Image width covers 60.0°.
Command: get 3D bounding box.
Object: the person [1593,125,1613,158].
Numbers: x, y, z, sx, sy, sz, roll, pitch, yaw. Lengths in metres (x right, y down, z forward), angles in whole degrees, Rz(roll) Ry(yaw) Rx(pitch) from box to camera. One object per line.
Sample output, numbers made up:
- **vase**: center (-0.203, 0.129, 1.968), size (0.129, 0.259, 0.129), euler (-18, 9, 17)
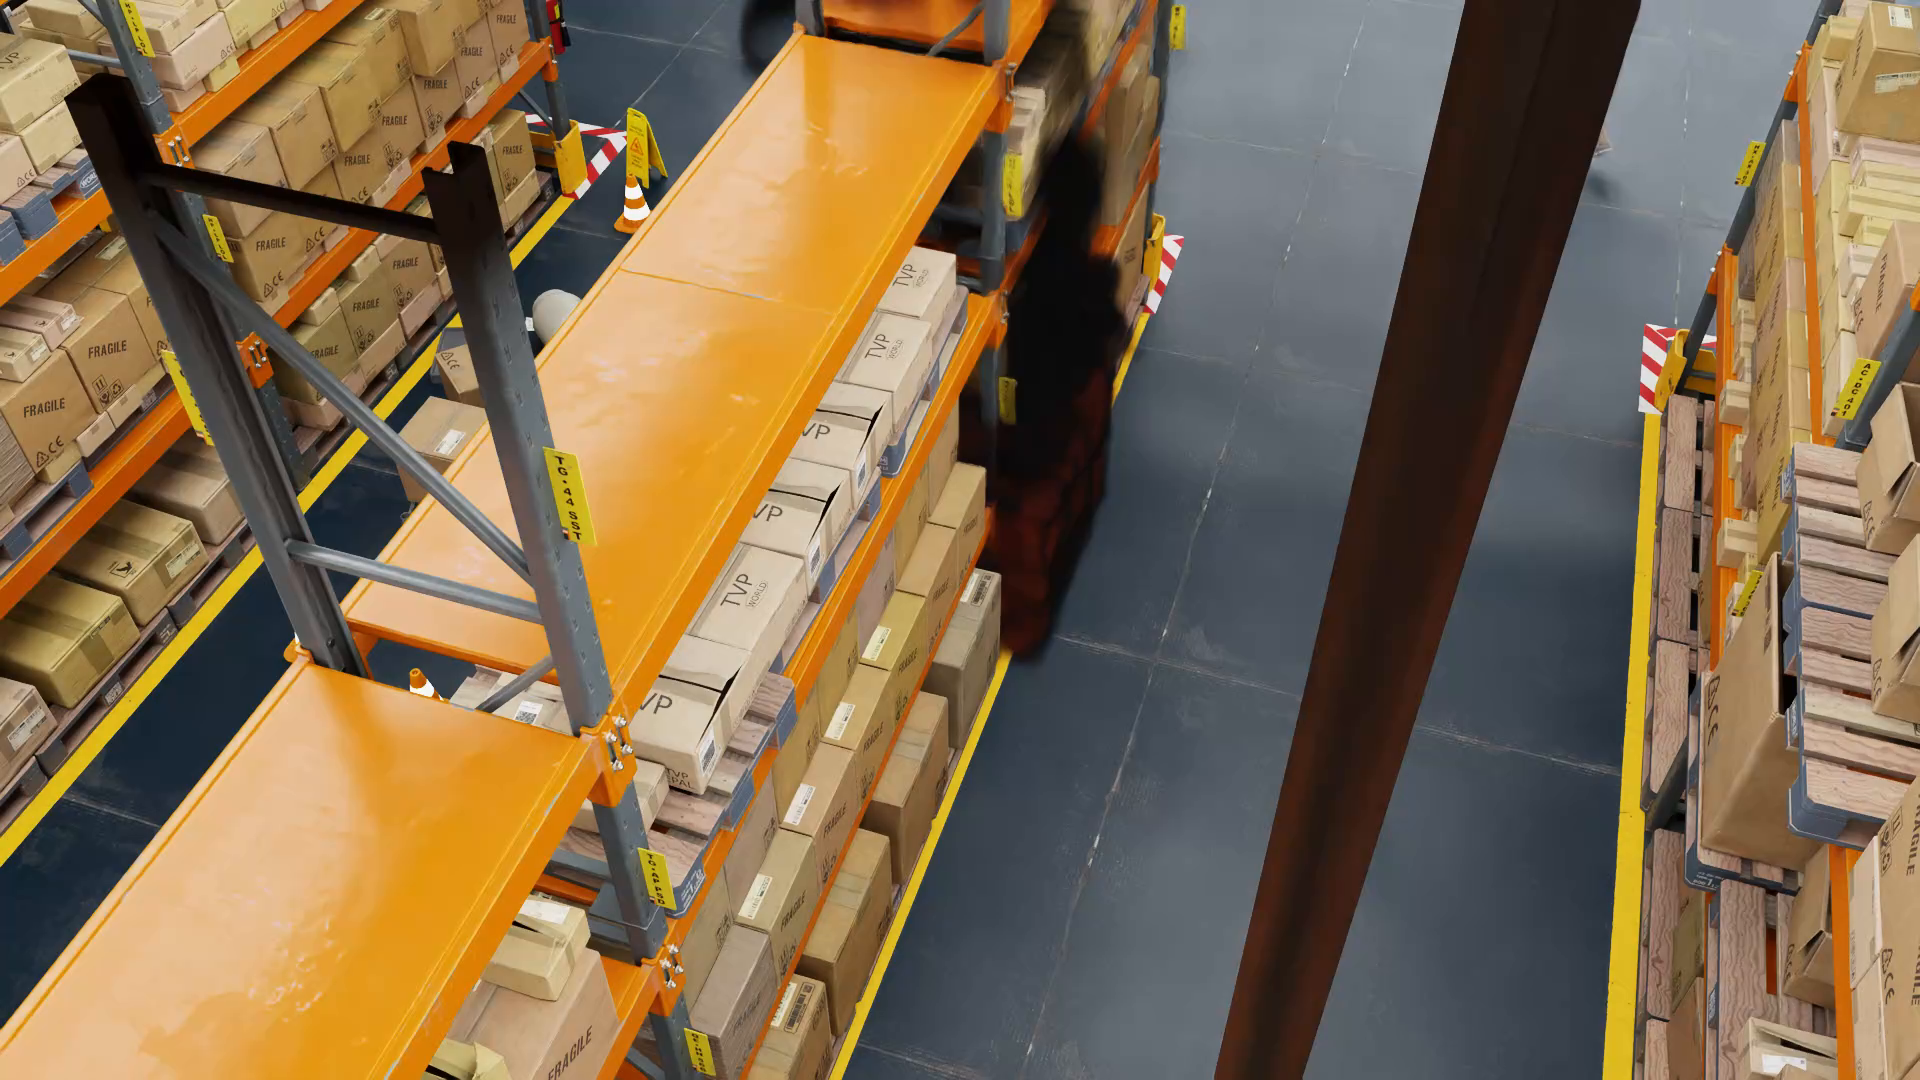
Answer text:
- **person**: center (5.140, -3.894, 13.744), size (0.686, 1.755, 0.865), euler (-28, 52, -25)
